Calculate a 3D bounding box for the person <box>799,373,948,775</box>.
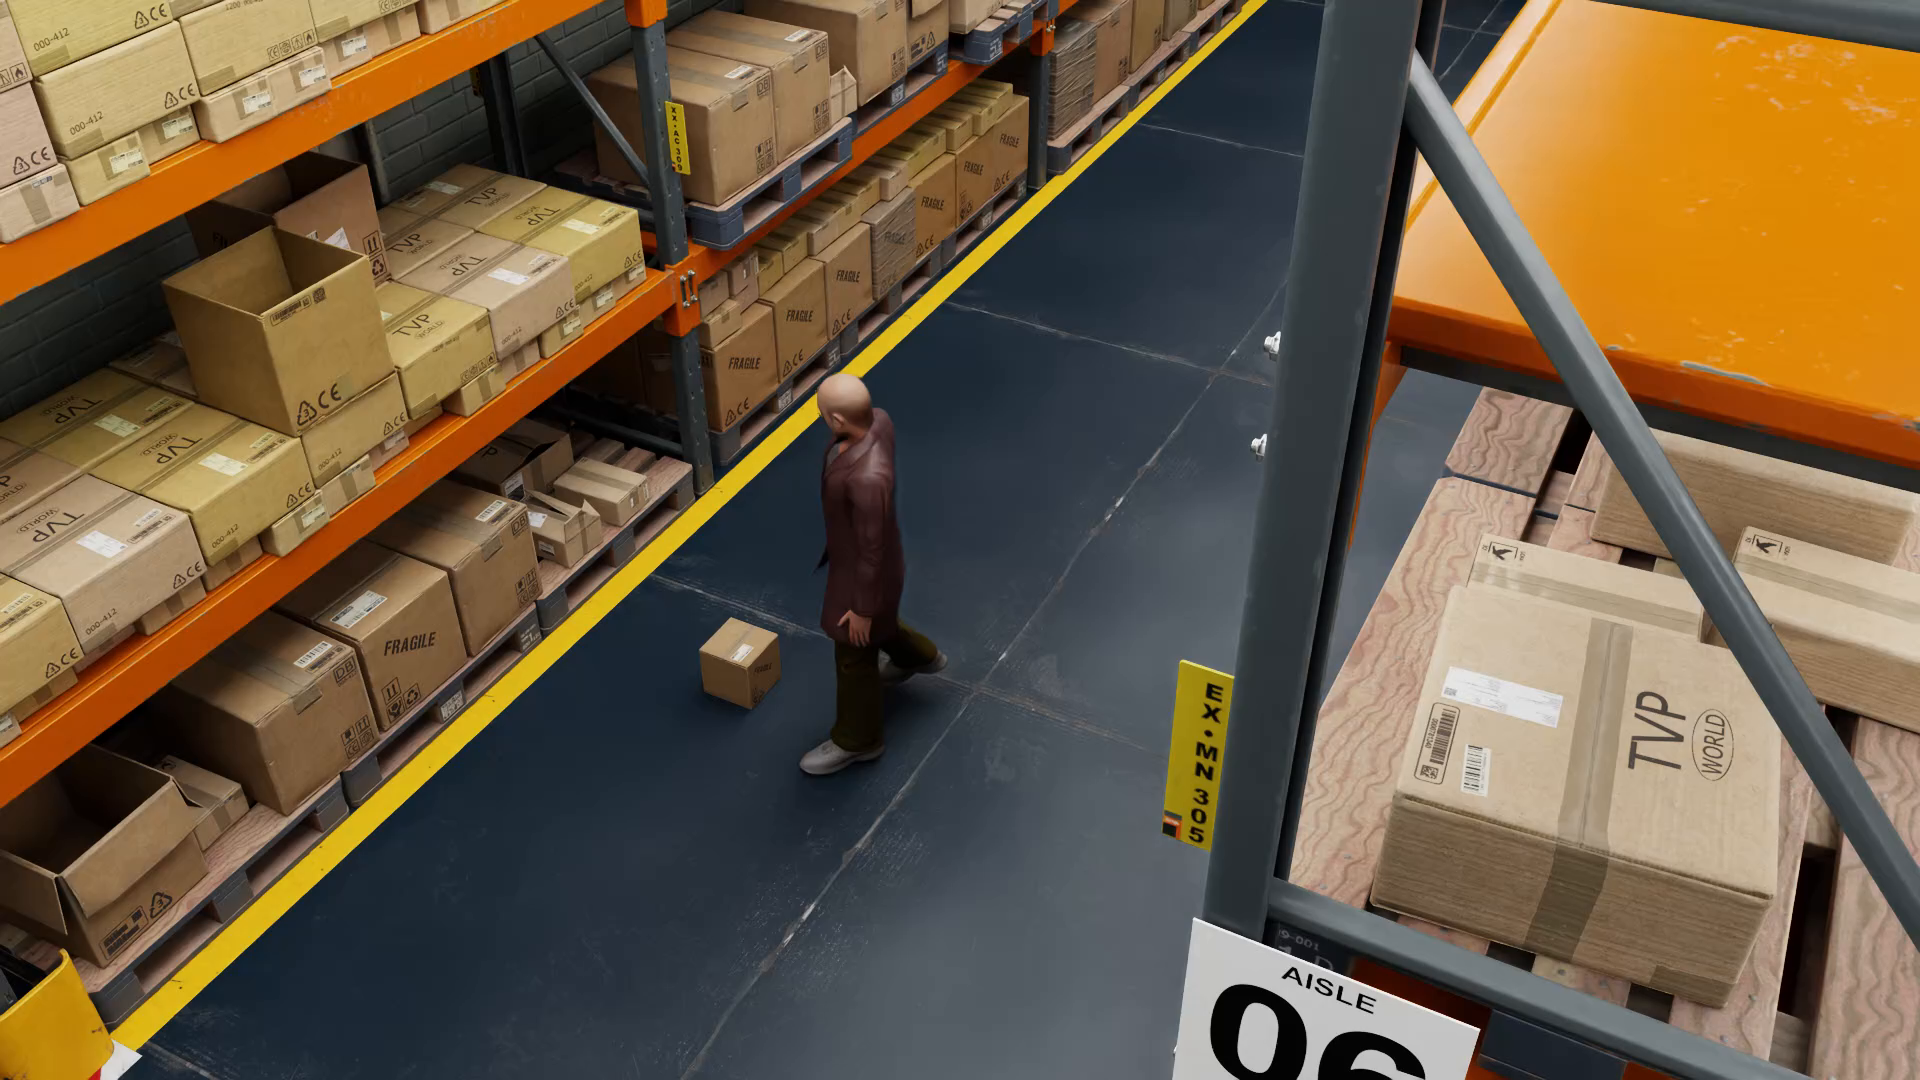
[{"bbox_3d":[-0.363,0.105,6.618,0.658,1.771,0.682,-3,38,-4],"label":"person"}]
